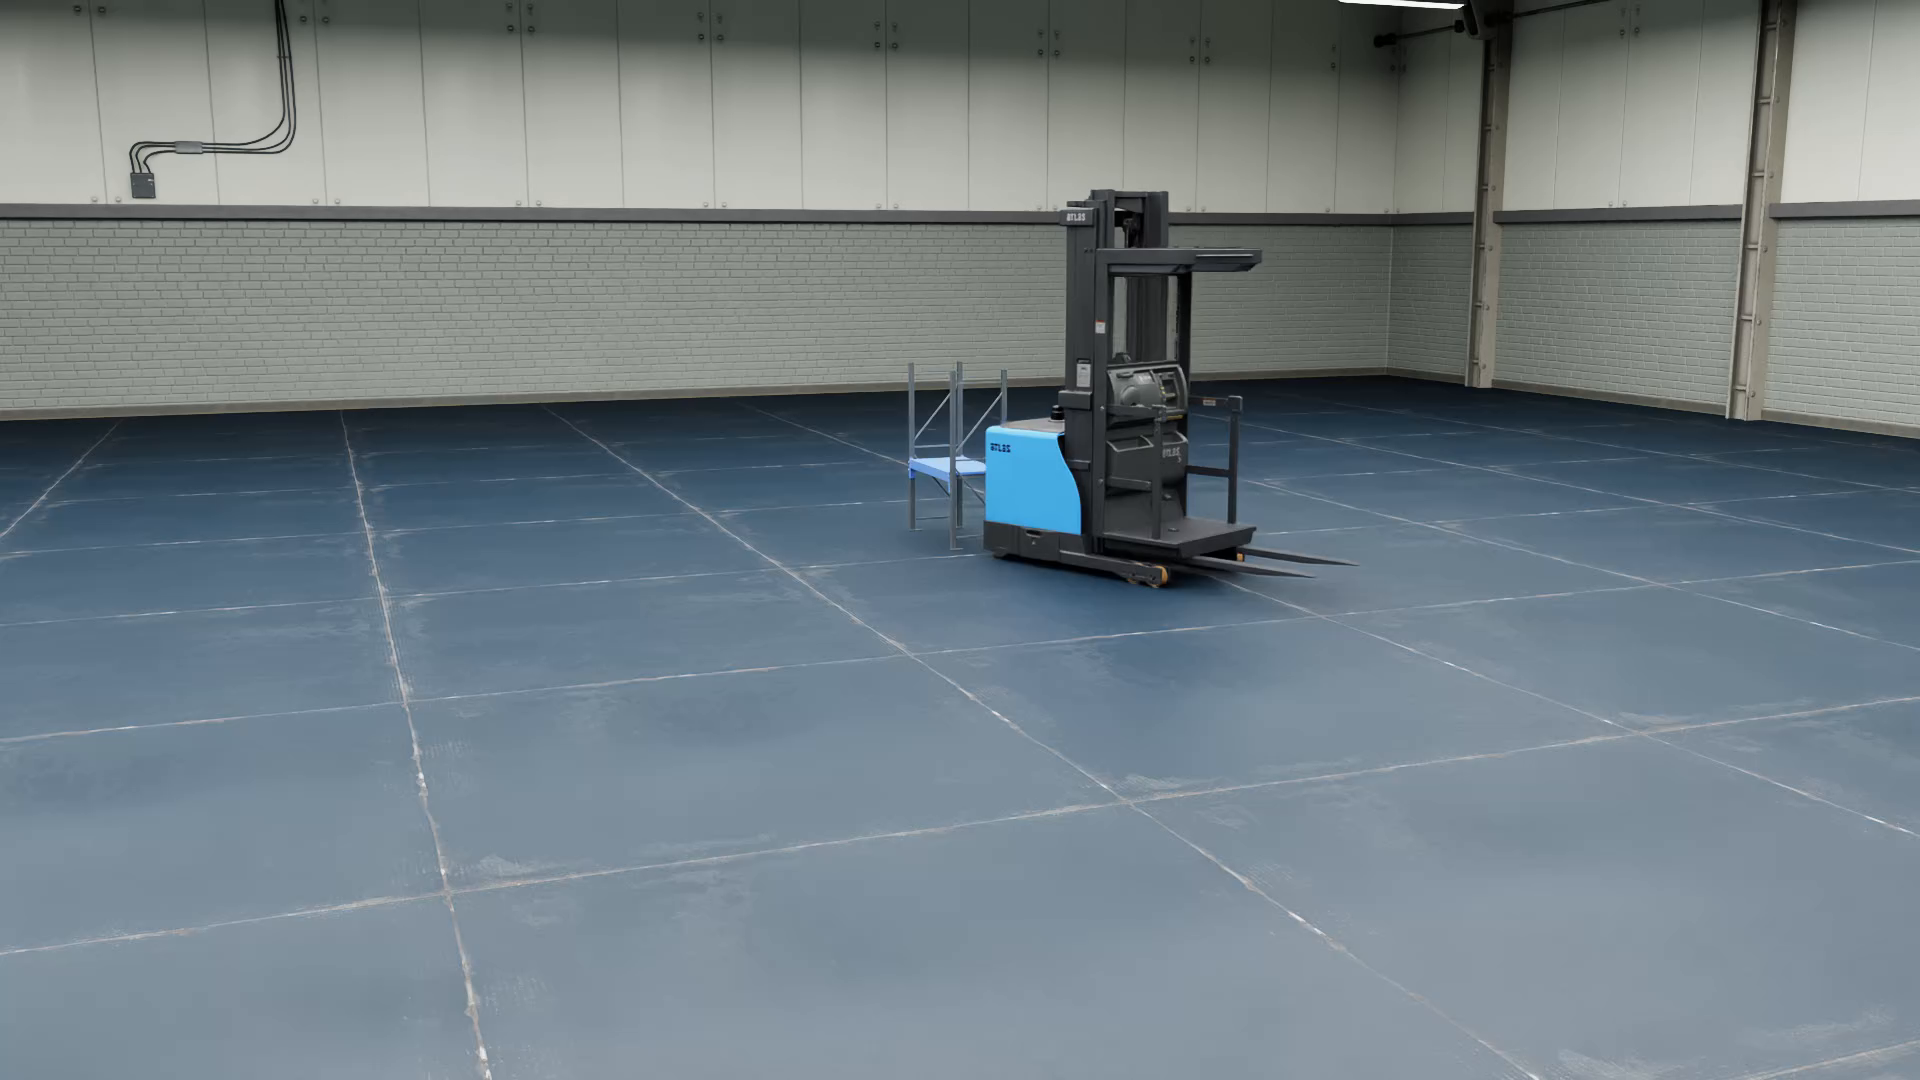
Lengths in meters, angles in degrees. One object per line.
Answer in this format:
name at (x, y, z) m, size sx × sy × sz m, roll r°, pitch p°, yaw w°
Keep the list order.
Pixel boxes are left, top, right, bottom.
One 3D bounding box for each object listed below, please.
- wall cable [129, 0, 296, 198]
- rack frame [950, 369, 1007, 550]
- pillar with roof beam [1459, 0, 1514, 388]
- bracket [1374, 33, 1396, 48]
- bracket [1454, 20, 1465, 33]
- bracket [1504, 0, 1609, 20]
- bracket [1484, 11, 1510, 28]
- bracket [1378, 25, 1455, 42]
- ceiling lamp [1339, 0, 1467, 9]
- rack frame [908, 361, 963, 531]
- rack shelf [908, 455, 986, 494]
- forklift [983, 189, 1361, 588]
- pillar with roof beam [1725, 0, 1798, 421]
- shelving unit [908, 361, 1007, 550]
wall cable at (-11.004, -8.029, 24.152) m, size 2.305 × 6.003 × 0.169 m, roll -4°, pitch 11°, yaw -21°
rack frame at (0.153, -0.669, 13.901) m, size 0.500 × 1.500 × 0.032 m, roll -4°, pitch 11°, yaw -21°
pillar with roof beam at (5.324, -6.916, 27.604) m, size 9.100 × 9.000 × 0.548 m, roll -4°, pitch 11°, yaw -21°
bracket at (7.996, -9.393, 31.254) m, size 0.235 × 0.232 × 0.430 m, roll -4°, pitch 11°, yaw -21°
bracket at (8.855, -9.006, 29.079) m, size 0.235 × 0.232 × 0.430 m, roll -4°, pitch 11°, yaw -21°
bracket at (10.089, -8.450, 25.953) m, size 0.076 × 0.066 × 4.783 m, roll -4°, pitch 11°, yaw -21°
bracket at (9.156, -8.871, 28.318) m, size 0.235 × 0.232 × 0.430 m, roll -4°, pitch 11°, yaw -21°
bracket at (8.210, -9.297, 30.712) m, size 0.076 × 0.066 × 3.189 m, roll -4°, pitch 11°, yaw -21°
ceiling lamp at (6.113, -9.117, 23.314) m, size 2.000 × 3.185 × 0.800 m, roll -4°, pitch 11°, yaw -21°
rack frame at (-0.215, -0.835, 14.834) m, size 0.500 × 1.500 × 0.032 m, roll -4°, pitch 11°, yaw -21°
rack shelf at (-0.031, -0.575, 14.399) m, size 0.538 × 0.185 × 1.000 m, roll -4°, pitch 11°, yaw -21°
forklift at (1.610, -1.190, 12.739) m, size 3.031 × 2.935 × 1.130 m, roll 9°, pitch 14°, yaw 43°
pillar with roof beam at (7.498, -5.936, 22.099) m, size 9.100 × 9.000 × 0.400 m, roll -4°, pitch 11°, yaw -21°
shelving unit at (-0.031, -0.752, 14.367) m, size 0.538 × 1.500 × 1.048 m, roll -4°, pitch 11°, yaw -21°
